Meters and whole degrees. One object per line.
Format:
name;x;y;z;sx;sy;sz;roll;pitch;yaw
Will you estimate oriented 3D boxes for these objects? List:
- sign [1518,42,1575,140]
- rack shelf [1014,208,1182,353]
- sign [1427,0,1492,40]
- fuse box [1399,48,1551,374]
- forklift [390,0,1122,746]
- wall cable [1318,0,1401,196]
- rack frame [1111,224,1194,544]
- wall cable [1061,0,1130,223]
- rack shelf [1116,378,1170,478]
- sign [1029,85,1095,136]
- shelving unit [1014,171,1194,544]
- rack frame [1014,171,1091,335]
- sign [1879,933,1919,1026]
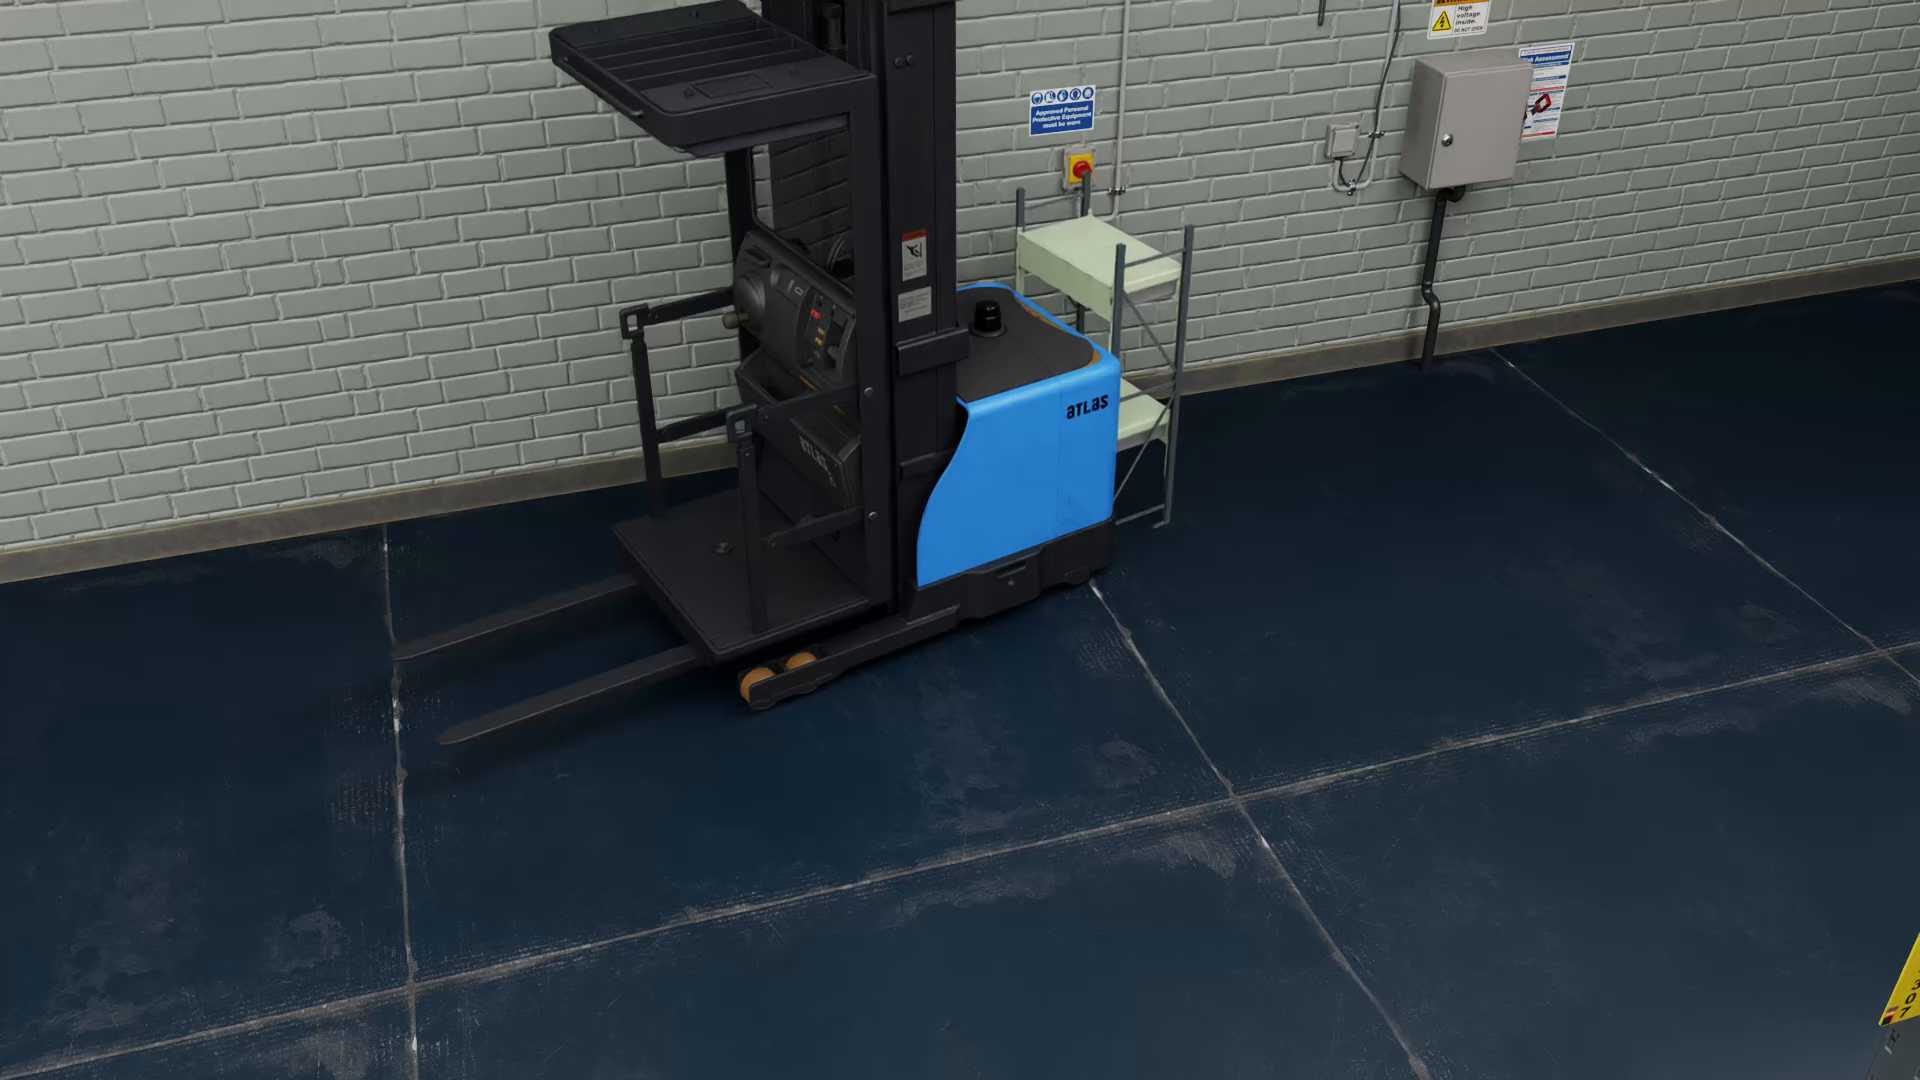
sign;3.000;-2.320;8.627;0.329;0.494;0.001;-10;35;-15
rack shelf;0.622;-1.147;7.418;0.431;0.370;0.720;-20;38;-27
sign;2.477;-2.612;8.233;0.339;0.242;0.001;-10;35;-15
fuse box;2.592;-1.631;8.666;0.539;1.711;0.414;-10;35;-15
forklift;-0.827;-0.872;6.412;3.031;2.935;1.130;-19;38;-26
wall cable;1.895;-2.560;7.982;0.588;1.984;0.122;-10;35;-15
rack frame;0.820;-0.652;7.376;0.400;1.500;0.023;-20;38;-27
wall cable;0.547;-2.328;7.603;0.585;1.953;0.123;-10;35;-15
rack shelf;0.622;-0.550;7.813;0.431;0.370;0.720;-20;38;-27
sign;0.483;-2.028;7.854;0.327;0.218;0.001;-10;35;-15
shelving unit;0.622;-0.822;7.633;0.431;1.500;0.755;-20;38;-27
rack frame;0.424;-0.991;7.890;0.400;1.500;0.023;-20;38;-27
sign;1.759;0.761;3.020;0.100;0.325;0.005;-10;35;-15
